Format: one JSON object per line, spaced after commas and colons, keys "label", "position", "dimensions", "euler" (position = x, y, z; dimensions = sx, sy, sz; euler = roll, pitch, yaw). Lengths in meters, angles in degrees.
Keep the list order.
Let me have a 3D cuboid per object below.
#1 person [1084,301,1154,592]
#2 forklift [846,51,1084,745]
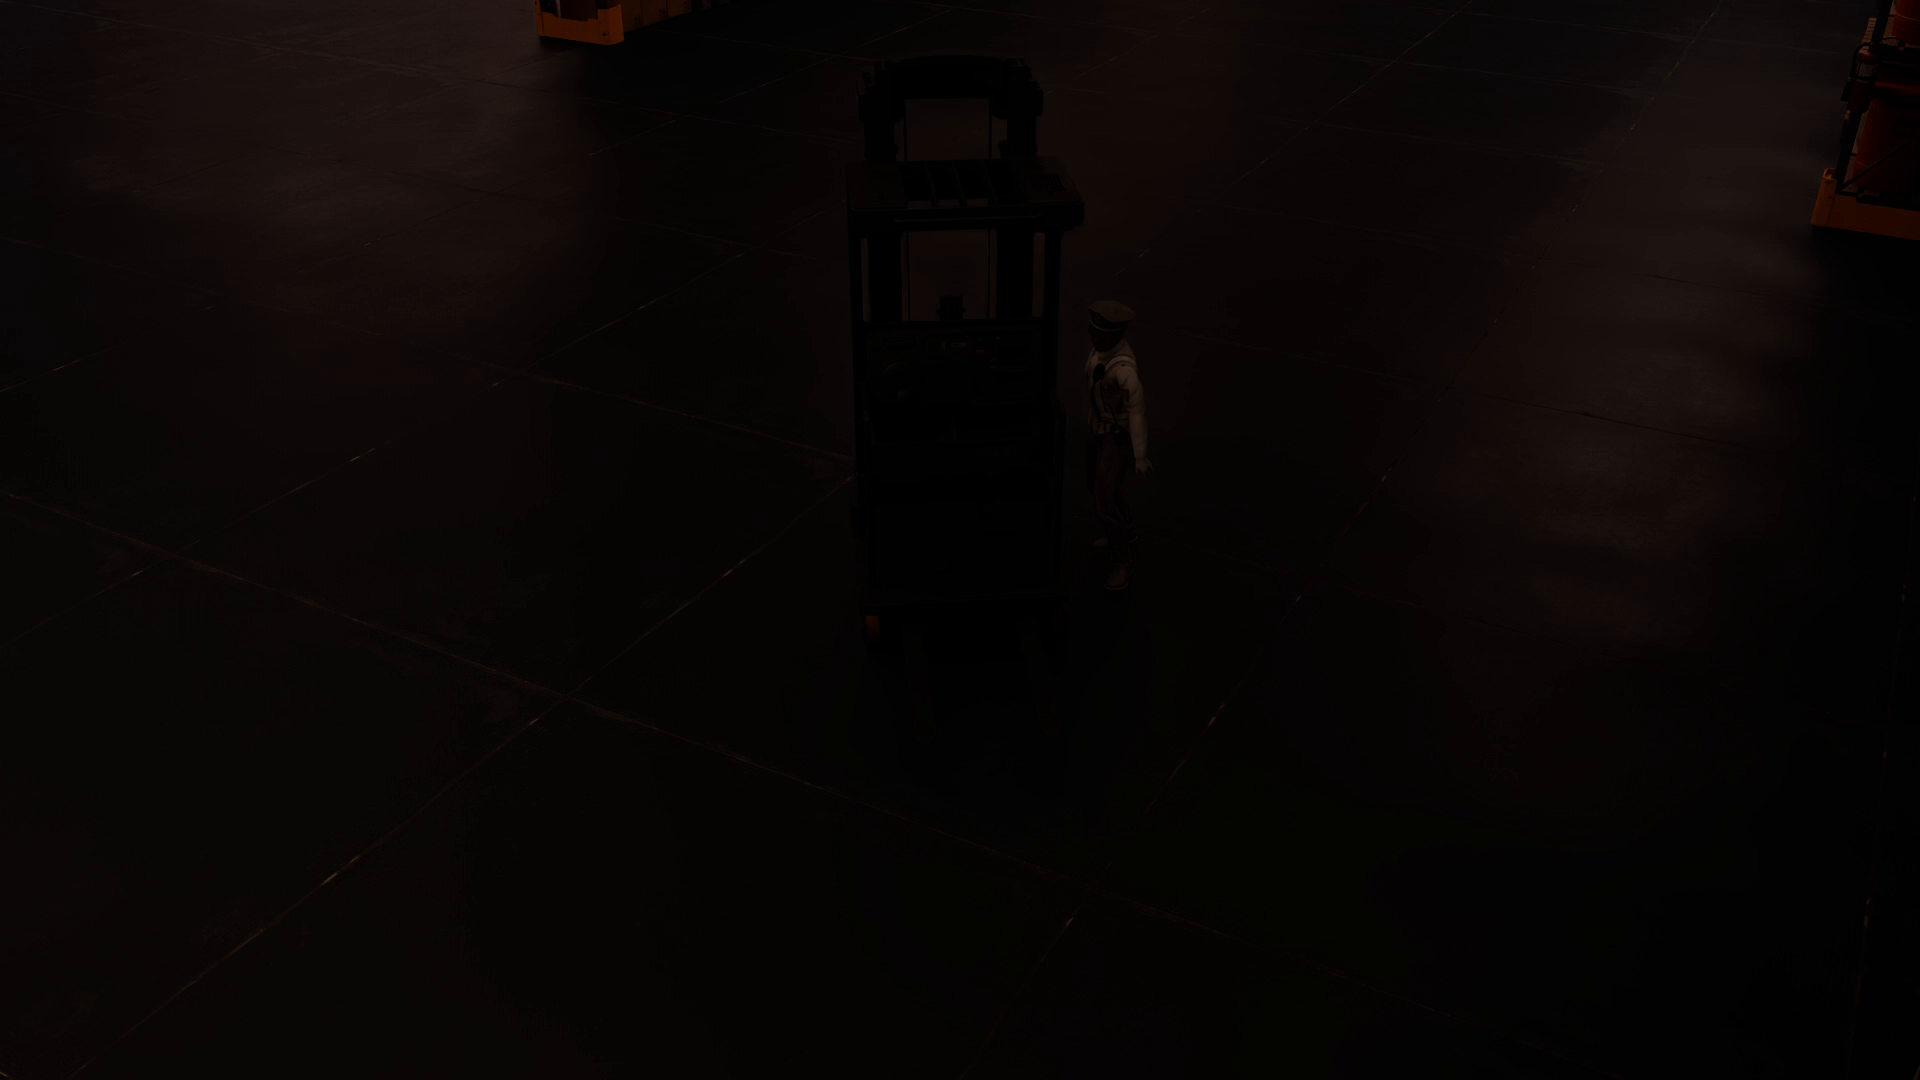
{"label": "person", "position": [0.883, -0.589, 9.434], "dimensions": [0.417, 1.641, 0.809], "euler": [-5, 30, -9]}
{"label": "forklift", "position": [-0.003, -0.879, 8.594], "dimensions": [1.130, 2.935, 3.031], "euler": [-3, 30, -5]}
